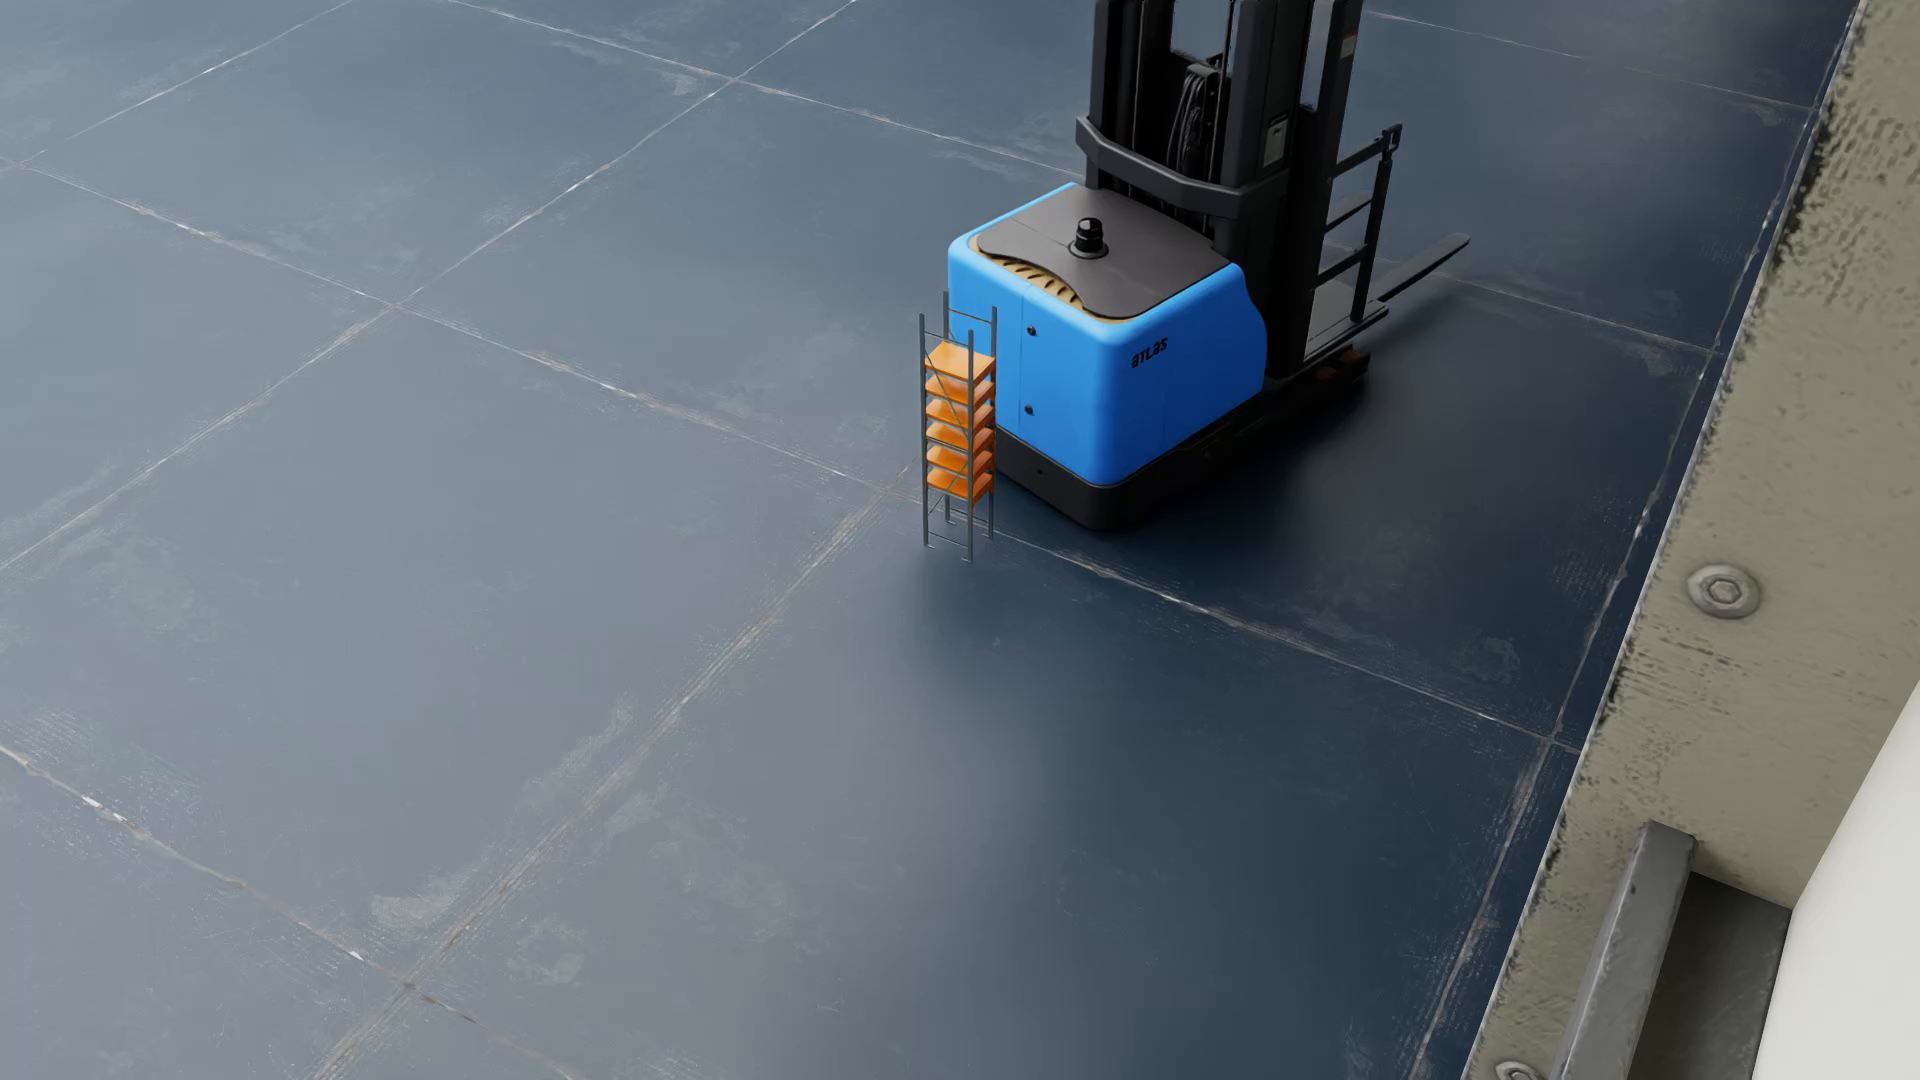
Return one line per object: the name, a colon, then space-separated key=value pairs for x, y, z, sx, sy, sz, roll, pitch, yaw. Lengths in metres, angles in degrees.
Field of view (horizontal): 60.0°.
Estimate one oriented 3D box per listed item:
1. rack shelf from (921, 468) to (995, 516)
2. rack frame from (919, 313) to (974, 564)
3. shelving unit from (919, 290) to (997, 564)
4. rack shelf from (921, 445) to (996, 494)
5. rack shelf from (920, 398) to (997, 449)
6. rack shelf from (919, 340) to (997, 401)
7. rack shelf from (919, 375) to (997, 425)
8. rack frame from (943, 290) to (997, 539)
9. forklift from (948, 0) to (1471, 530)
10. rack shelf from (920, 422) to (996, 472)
rack shelf: x=-0.007 y=-0.229 z=7.032 sx=0.258 sy=0.103 sz=0.180 roll=21 pitch=45 yaw=22
rack frame: x=-0.053 y=-0.390 z=6.785 sx=0.240 sy=1.200 sz=0.006 roll=21 pitch=45 yaw=22
shelving unit: x=-0.007 y=-0.442 z=6.844 sx=0.258 sy=1.200 sz=0.189 roll=21 pitch=45 yaw=22
rack shelf: x=-0.007 y=-0.319 z=6.953 sx=0.258 sy=0.103 sz=0.180 roll=21 pitch=45 yaw=22
rack shelf: x=-0.007 y=-0.499 z=6.794 sx=0.258 sy=0.103 sz=0.180 roll=21 pitch=45 yaw=22
rack shelf: x=-0.007 y=-0.679 z=6.635 sx=0.258 sy=0.103 sz=0.180 roll=21 pitch=45 yaw=22
rack shelf: x=-0.007 y=-0.589 z=6.715 sx=0.258 sy=0.103 sz=0.180 roll=21 pitch=45 yaw=22
rack frame: x=0.039 y=-0.494 z=6.904 sx=0.240 sy=1.200 sz=0.006 roll=21 pitch=45 yaw=22
forklift: x=1.351 y=-1.996 z=7.299 sx=3.031 sy=2.935 sz=1.130 roll=-32 pitch=50 yaw=-31
rack shelf: x=-0.007 y=-0.409 z=6.873 sx=0.258 sy=0.103 sz=0.180 roll=21 pitch=45 yaw=22
